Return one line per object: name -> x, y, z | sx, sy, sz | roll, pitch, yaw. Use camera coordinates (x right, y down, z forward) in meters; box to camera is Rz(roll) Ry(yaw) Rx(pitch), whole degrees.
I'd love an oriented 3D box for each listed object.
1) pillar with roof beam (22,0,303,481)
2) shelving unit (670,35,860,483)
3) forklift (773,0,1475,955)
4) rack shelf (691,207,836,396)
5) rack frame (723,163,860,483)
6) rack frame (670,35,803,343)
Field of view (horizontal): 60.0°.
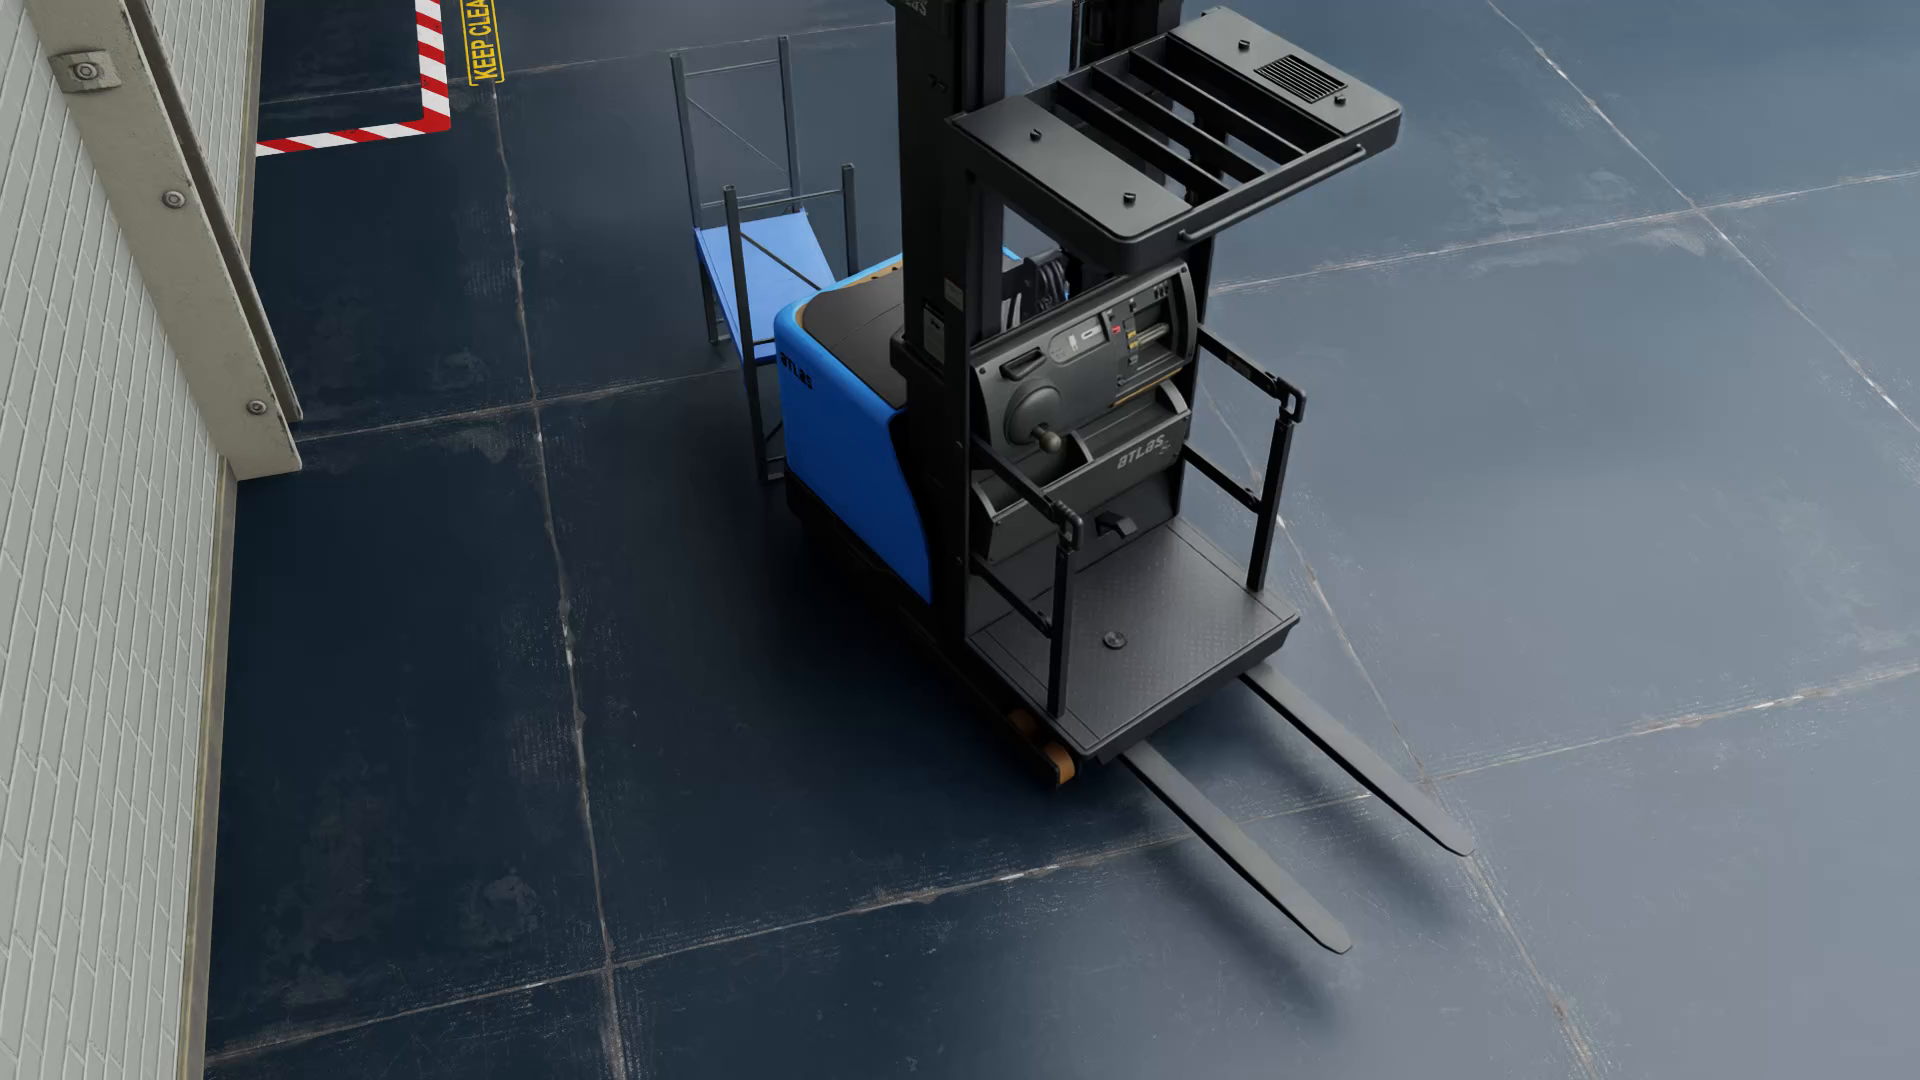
pillar with roof beam -> 1.070, -4.354, 4.967 | 9.100, 9.000, 0.400 | -11, 47, -10
shelving unit -> -0.799, -1.182, 7.109 | 0.538, 1.500, 1.048 | -13, 47, -13
forklift -> 0.567, -0.529, 5.467 | 1.130, 2.935, 3.031 | -29, 52, -25
rack shelf -> -0.799, -1.056, 7.238 | 0.538, 0.185, 1.000 | -13, 47, -13
rack frame -> -0.641, -0.837, 6.771 | 0.500, 1.500, 0.032 | -13, 47, -13
rack frame -> -0.957, -1.527, 7.448 | 0.500, 1.500, 0.032 | -13, 47, -13
